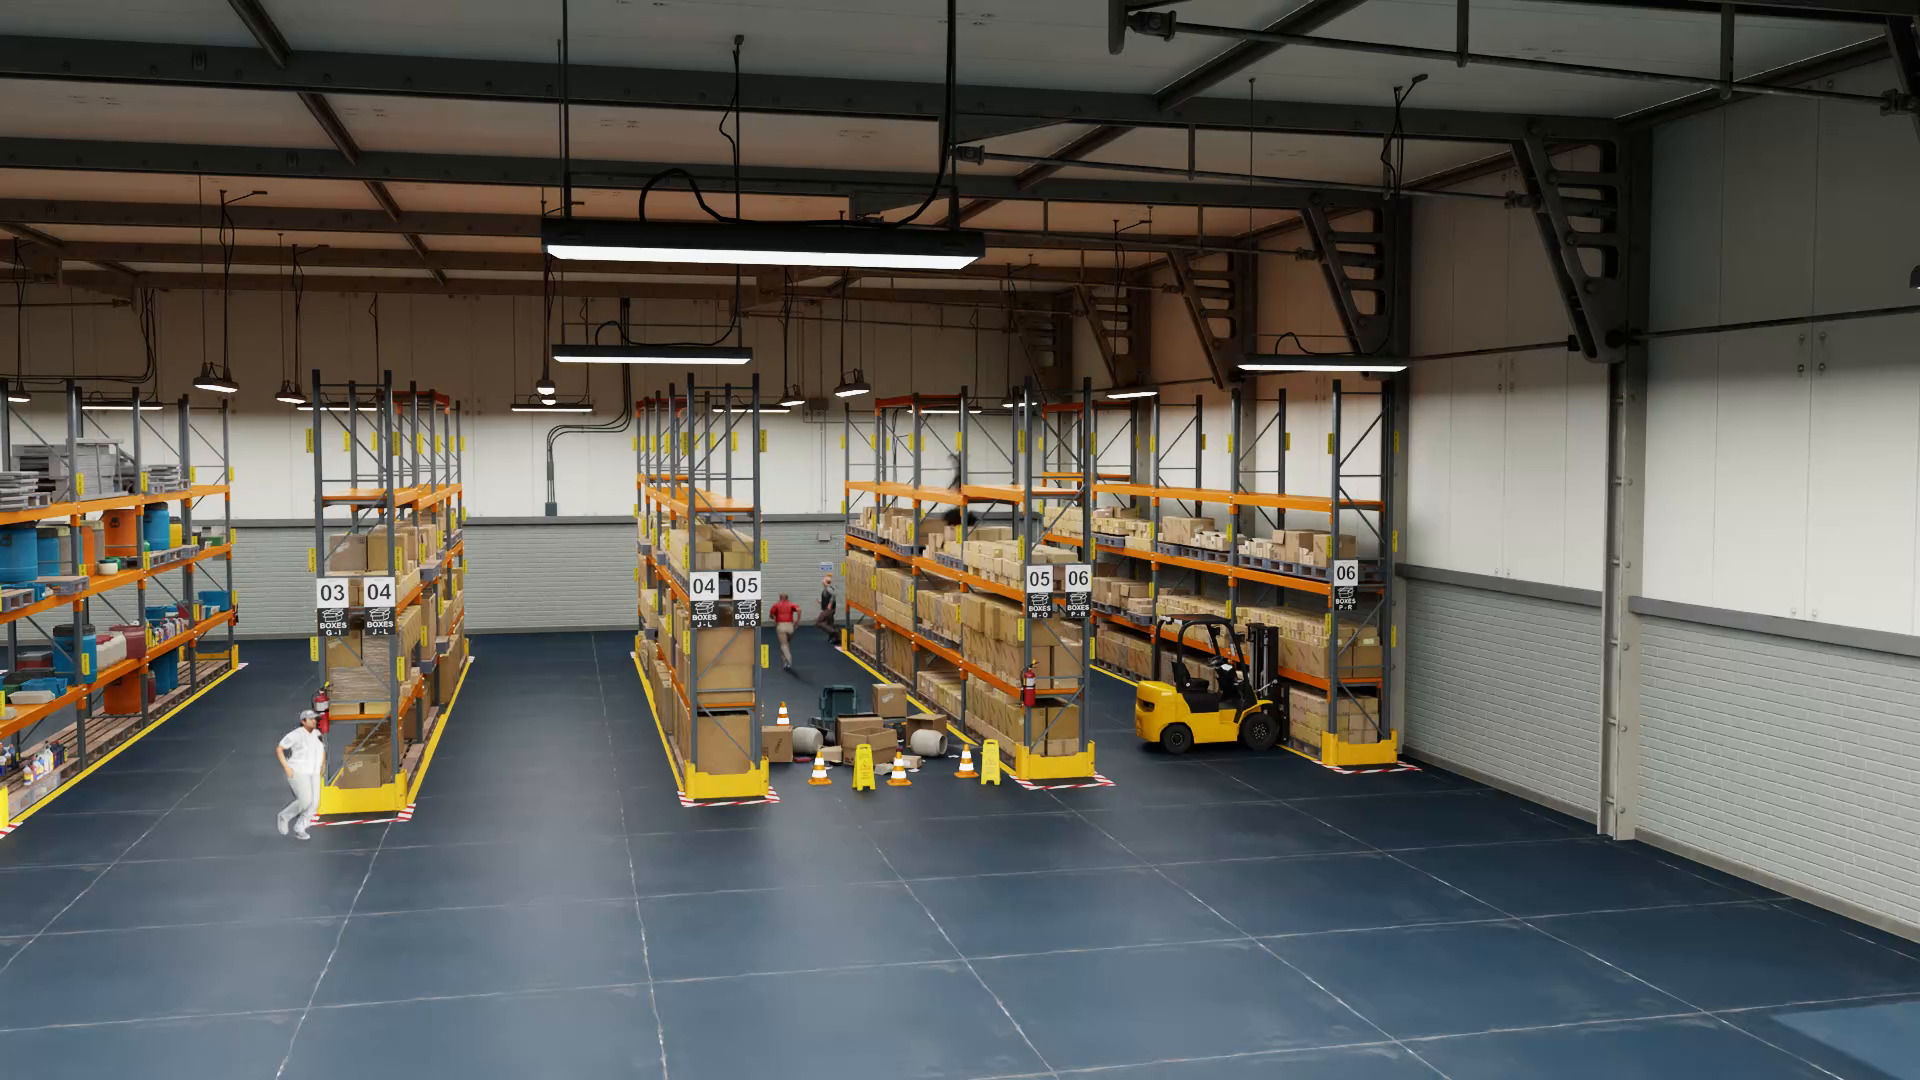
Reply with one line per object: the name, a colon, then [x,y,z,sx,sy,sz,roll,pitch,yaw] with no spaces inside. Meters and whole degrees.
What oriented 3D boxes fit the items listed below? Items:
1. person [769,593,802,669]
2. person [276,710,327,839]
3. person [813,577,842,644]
person: [-3.839,2.055,36.670,0.659,1.753,1.018,-1,4,-23]
person: [-8.334,2.978,21.209,0.511,1.615,0.659,1,4,24]
person: [-3.313,1.759,41.498,0.763,1.679,0.680,0,3,4]
